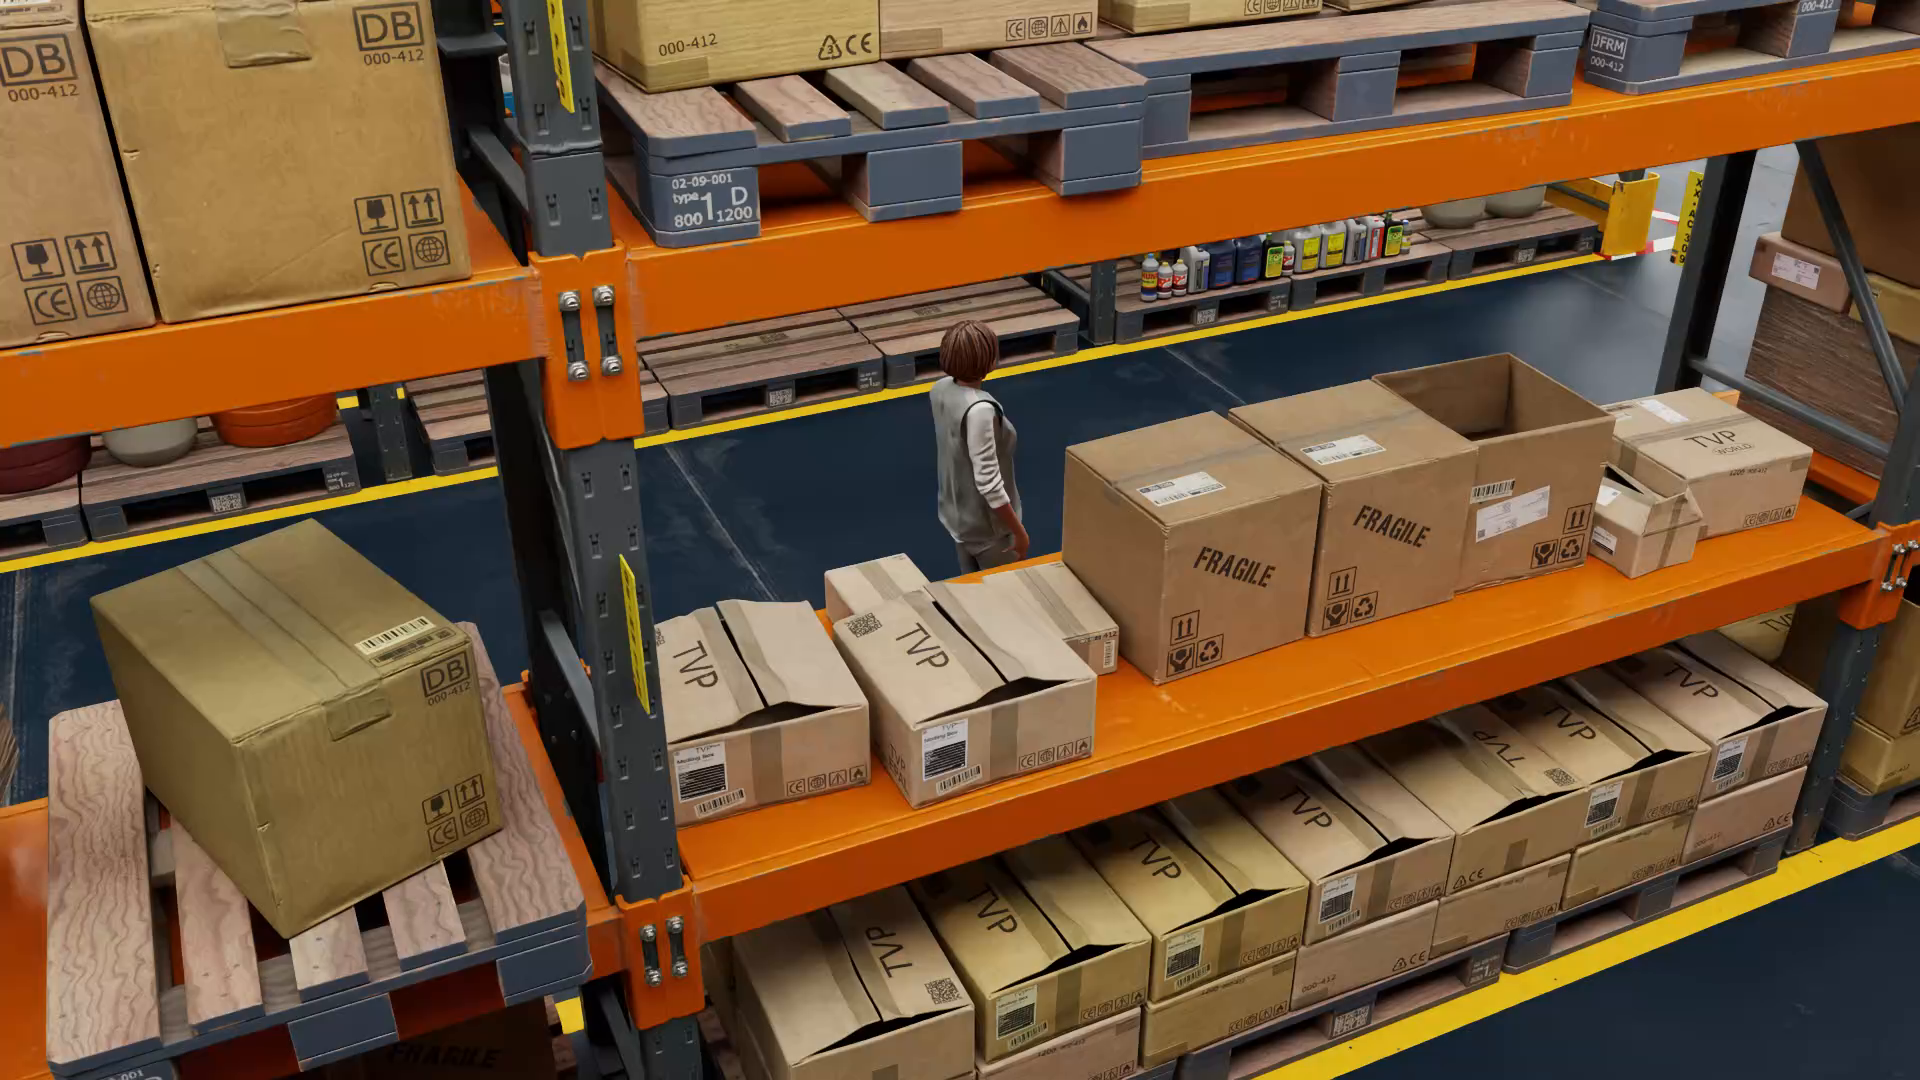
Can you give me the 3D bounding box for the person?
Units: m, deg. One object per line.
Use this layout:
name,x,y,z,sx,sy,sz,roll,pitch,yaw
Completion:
person,0.155,-0.082,6.261,0.472,1.600,0.520,-13,32,-21
